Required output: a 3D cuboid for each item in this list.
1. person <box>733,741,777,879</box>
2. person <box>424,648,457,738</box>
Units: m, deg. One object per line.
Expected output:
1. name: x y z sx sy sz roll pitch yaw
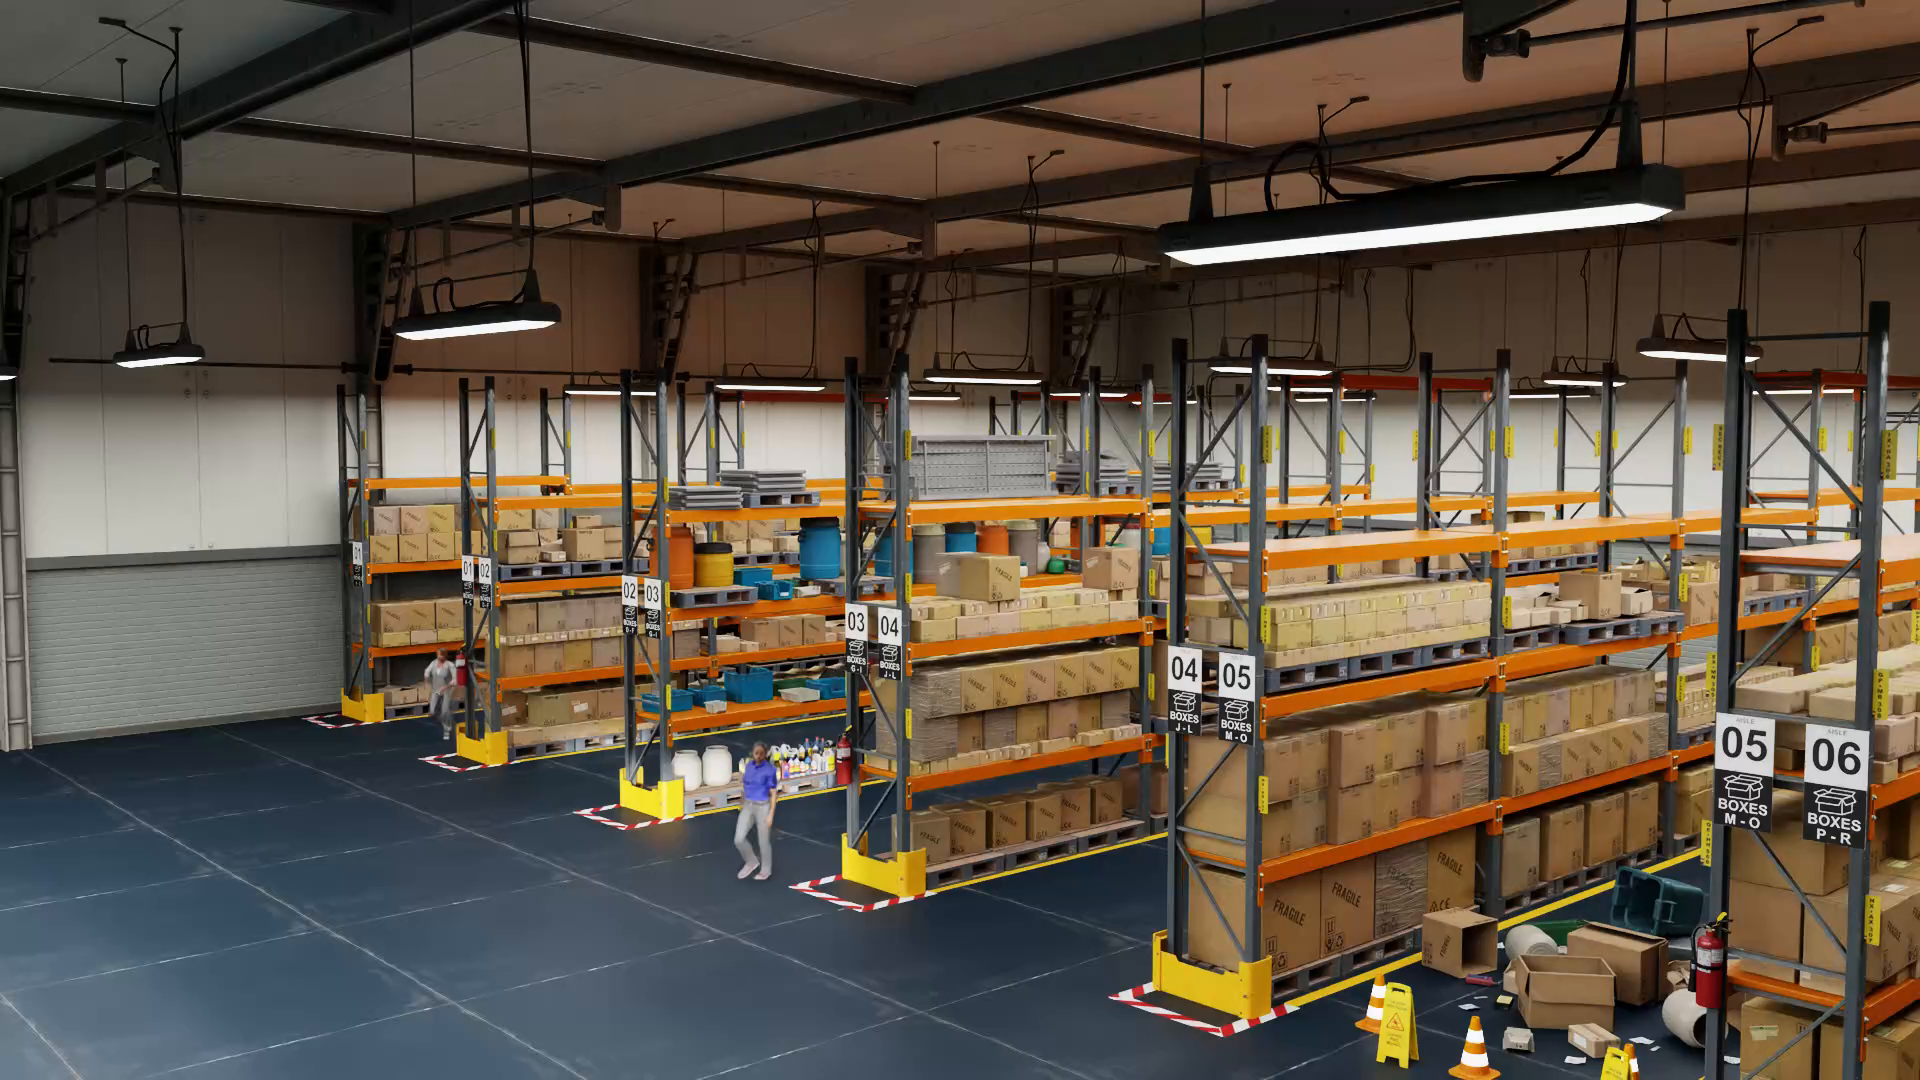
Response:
1. person: -2.304 3.079 18.973 0.538 1.629 0.532 2 4 23
2. person: -8.680 2.562 27.806 0.621 1.556 0.549 1 4 9
